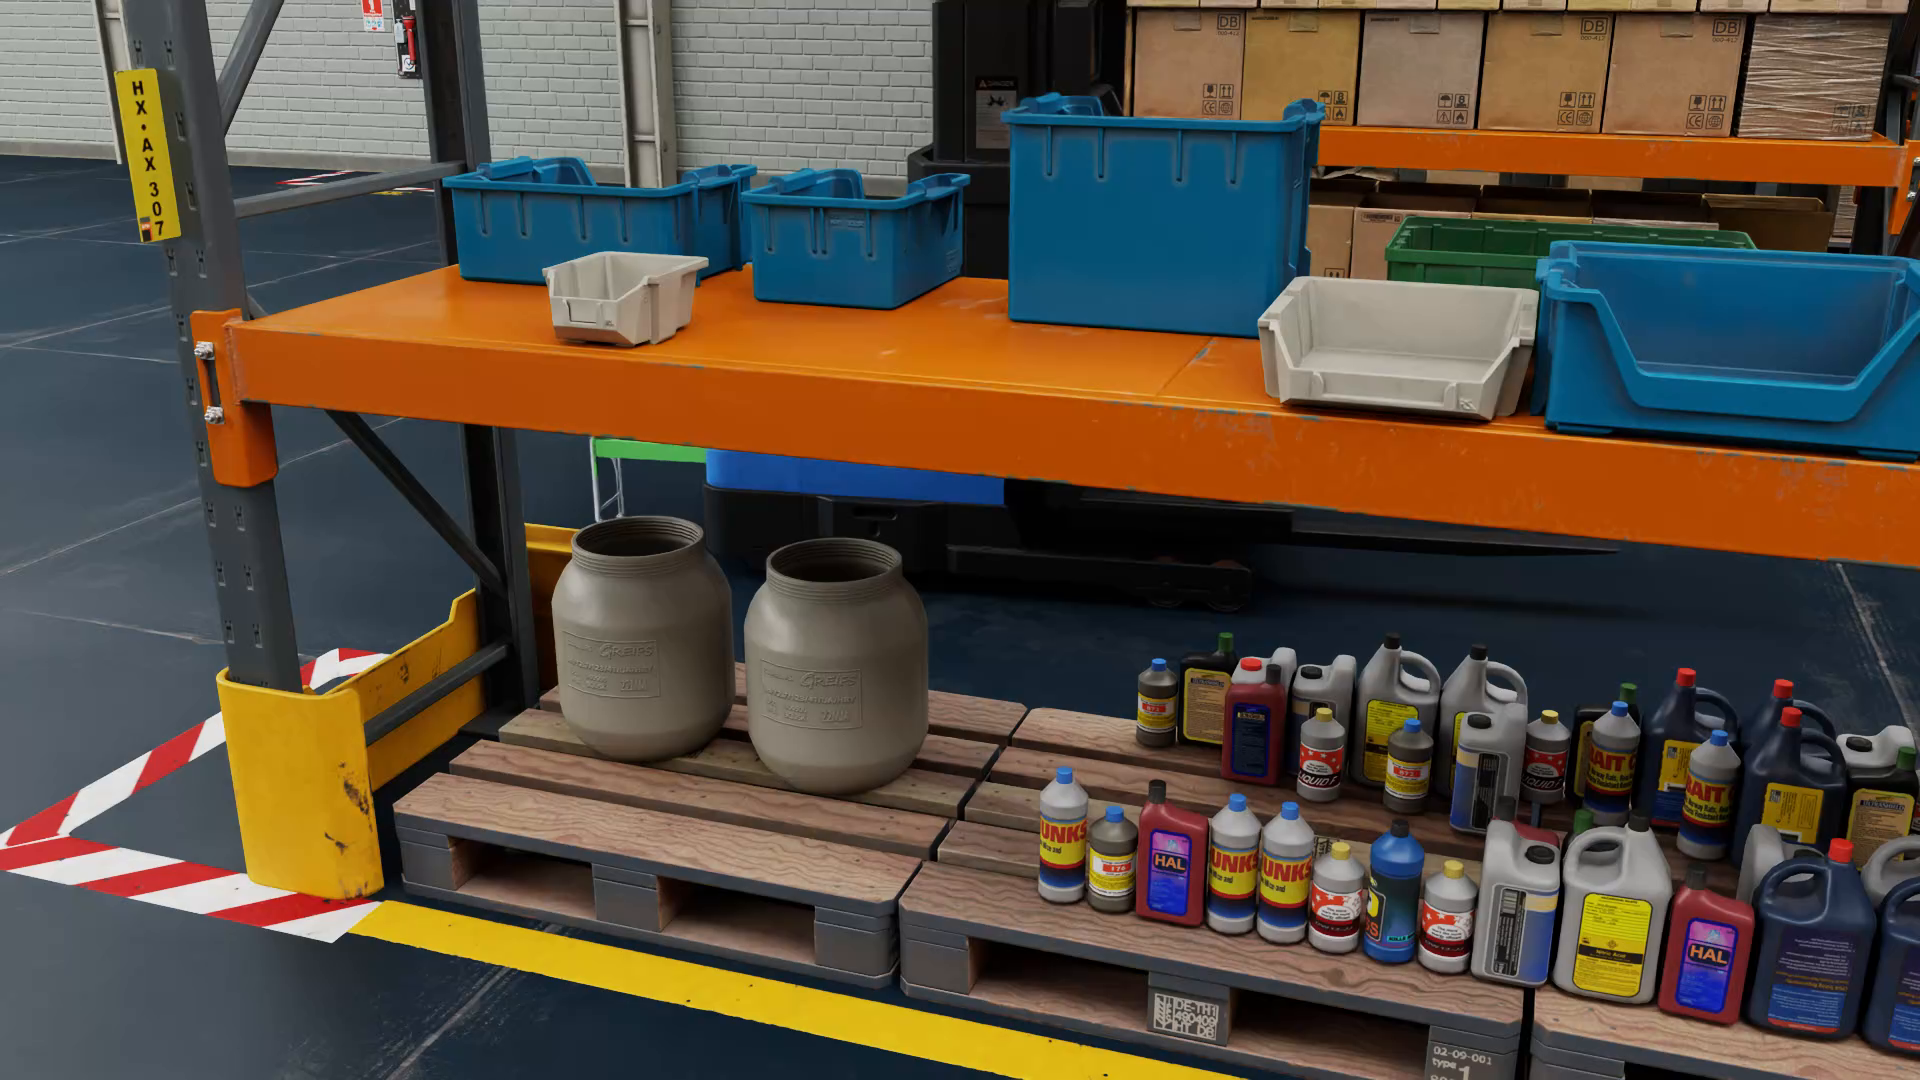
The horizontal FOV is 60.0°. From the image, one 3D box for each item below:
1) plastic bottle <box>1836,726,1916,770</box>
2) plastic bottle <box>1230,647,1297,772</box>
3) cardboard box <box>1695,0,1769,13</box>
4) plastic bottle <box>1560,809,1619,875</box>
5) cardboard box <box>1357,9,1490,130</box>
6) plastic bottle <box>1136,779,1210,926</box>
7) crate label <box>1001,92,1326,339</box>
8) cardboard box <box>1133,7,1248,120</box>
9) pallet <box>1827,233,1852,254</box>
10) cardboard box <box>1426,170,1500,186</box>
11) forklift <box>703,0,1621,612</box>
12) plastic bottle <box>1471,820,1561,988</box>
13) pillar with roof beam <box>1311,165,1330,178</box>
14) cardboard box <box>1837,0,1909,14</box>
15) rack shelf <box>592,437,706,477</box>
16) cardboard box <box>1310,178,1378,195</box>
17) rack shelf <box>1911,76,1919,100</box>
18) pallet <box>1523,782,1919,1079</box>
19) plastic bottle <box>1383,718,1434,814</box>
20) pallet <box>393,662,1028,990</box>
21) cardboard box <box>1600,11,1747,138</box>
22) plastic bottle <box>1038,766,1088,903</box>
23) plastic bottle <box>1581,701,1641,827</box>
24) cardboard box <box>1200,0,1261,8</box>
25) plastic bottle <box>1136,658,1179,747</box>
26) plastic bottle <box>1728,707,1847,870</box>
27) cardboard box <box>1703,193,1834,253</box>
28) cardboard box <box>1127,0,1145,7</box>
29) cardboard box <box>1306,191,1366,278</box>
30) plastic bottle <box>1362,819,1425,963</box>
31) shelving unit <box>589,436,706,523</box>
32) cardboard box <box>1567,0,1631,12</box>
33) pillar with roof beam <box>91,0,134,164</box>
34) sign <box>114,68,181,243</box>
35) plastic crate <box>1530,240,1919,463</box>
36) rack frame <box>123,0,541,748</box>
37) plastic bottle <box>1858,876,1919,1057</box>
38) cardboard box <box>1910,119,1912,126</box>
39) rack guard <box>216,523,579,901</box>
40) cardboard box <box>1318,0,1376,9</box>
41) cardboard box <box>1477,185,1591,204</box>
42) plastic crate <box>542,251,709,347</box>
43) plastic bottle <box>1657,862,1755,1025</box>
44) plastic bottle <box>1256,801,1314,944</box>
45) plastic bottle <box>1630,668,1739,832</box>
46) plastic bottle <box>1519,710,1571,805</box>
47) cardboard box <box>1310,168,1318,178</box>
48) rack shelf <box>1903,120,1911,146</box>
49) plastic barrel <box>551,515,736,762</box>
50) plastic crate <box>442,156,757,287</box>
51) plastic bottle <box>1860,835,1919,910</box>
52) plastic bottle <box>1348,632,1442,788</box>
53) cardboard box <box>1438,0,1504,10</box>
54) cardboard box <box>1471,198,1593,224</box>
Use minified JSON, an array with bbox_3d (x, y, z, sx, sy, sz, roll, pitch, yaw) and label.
[{"bbox_3d":[1.903,0.522,3.491,0.135,0.276,0.152,7,21,20],"label":"plastic bottle"},{"bbox_3d":[0.704,0.385,3.885,0.135,0.276,0.152,7,20,18],"label":"plastic bottle"},{"bbox_3d":[3.196,-2.270,6.894,0.250,0.149,0.380,6,20,16],"label":"cardboard box"},{"bbox_3d":[1.195,0.645,3.126,0.133,0.283,0.061,7,20,18],"label":"plastic bottle"},{"bbox_3d":[2.126,-2.158,7.557,0.500,0.500,0.700,7,20,20],"label":"cardboard box"},{"bbox_3d":[0.415,0.606,3.238,0.133,0.283,0.061,7,20,19],"label":"plastic bottle"},{"bbox_3d":[0.424,-0.693,3.455,0.616,0.435,0.502,7,20,18],"label":"crate label"},{"bbox_3d":[1.160,-2.269,7.876,0.500,0.500,0.700,7,20,19],"label":"cardboard box"},{"bbox_3d":[6.362,-2.039,11.606,1.213,0.211,1.003,7,20,18],"label":"pallet"},{"bbox_3d":[3.687,-2.640,12.222,0.500,0.500,0.700,5,20,15],"label":"cardboard box"},{"bbox_3d":[0.685,-1.341,5.469,3.031,2.935,1.130,4,20,10],"label":"forklift"},{"bbox_3d":[1.033,0.665,3.082,0.135,0.276,0.152,7,20,19],"label":"plastic bottle"},{"bbox_3d":[1.380,-5.559,8.354,0.400,9.000,9.100,7,20,18],"label":"pillar with roof beam"},{"bbox_3d":[3.677,-2.215,6.737,0.250,0.149,0.380,7,20,18],"label":"cardboard box"},{"bbox_3d":[-1.074,-0.327,6.114,0.480,0.148,0.258,4,20,10],"label":"rack shelf"},{"bbox_3d":[1.779,-1.516,8.269,0.500,0.500,0.500,7,20,18],"label":"cardboard box"},{"bbox_3d":[7.515,-2.884,10.885,4.000,0.370,1.077,7,20,18],"label":"rack shelf"},{"bbox_3d":[1.754,0.872,3.254,1.213,0.211,1.003,7,20,18],"label":"pallet"},{"bbox_3d":[0.995,0.494,3.685,0.097,0.201,0.097,0,19,0],"label":"plastic bottle"},{"bbox_3d":[-0.551,0.608,4.010,1.213,0.211,1.003,7,20,18],"label":"pallet"},{"bbox_3d":[3.082,-2.047,7.240,0.500,0.500,0.700,6,20,17],"label":"cardboard box"},{"bbox_3d":[0.207,0.582,3.326,0.097,0.271,0.097,0,19,0],"label":"plastic bottle"},{"bbox_3d":[1.419,0.480,3.618,0.097,0.271,0.097,0,19,0],"label":"plastic bottle"},{"bbox_3d":[1.249,-2.492,7.532,0.250,0.149,0.380,6,20,17],"label":"cardboard box"},{"bbox_3d":[0.475,0.384,4.000,0.097,0.201,0.097,0,19,0],"label":"plastic bottle"},{"bbox_3d":[1.701,0.512,3.405,0.185,0.351,0.144,7,20,18],"label":"plastic bottle"},{"bbox_3d":[3.669,-1.301,7.650,0.500,0.500,0.500,7,20,18],"label":"cardboard box"},{"bbox_3d":[0.776,-2.548,7.690,0.250,0.149,0.380,6,20,17],"label":"cardboard box"},{"bbox_3d":[1.609,-1.355,7.805,0.500,0.500,0.500,7,20,18],"label":"cardboard box"},{"bbox_3d":[0.817,0.652,3.126,0.097,0.271,0.097,0,19,0],"label":"plastic bottle"},{"bbox_3d":[-1.074,-0.614,6.014,0.503,1.200,0.258,4,20,10],"label":"shelving unit"},{"bbox_3d":[2.716,-2.326,7.054,0.250,0.149,0.380,6,20,18],"label":"cardboard box"},{"bbox_3d":[-9.955,-6.856,12.072,0.400,9.000,9.100,7,20,18],"label":"pillar with roof beam"},{"bbox_3d":[-1.588,-0.752,3.255,0.005,0.325,0.100,7,20,18],"label":"sign"},{"bbox_3d":[1.240,-0.324,2.675,0.616,0.251,0.499,7,20,18],"label":"plastic crate"},{"bbox_3d":[-1.404,-0.791,3.789,0.127,3.000,1.000,7,20,18],"label":"rack frame"},{"bbox_3d":[1.672,0.704,2.856,0.185,0.351,0.144,6,20,17],"label":"plastic bottle"},{"bbox_3d":[6.744,-2.700,11.256,0.500,0.250,0.500,6,20,17],"label":"cardboard box"},{"bbox_3d":[-1.316,0.383,4.219,0.348,0.500,1.175,7,20,18],"label":"rack guard"},{"bbox_3d":[1.743,-2.437,7.372,0.250,0.149,0.380,6,20,17],"label":"cardboard box"},{"bbox_3d":[2.724,-1.408,7.960,0.500,0.500,0.500,7,20,18],"label":"cardboard box"},{"bbox_3d":[-0.664,-0.470,3.269,0.250,0.136,0.298,7,20,18],"label":"plastic crate"},{"bbox_3d":[1.323,0.710,2.940,0.133,0.283,0.061,8,21,22],"label":"plastic bottle"},{"bbox_3d":[0.625,0.630,3.189,0.097,0.271,0.097,0,19,0],"label":"plastic bottle"},{"bbox_3d":[1.570,0.447,3.592,0.185,0.351,0.144,6,20,16],"label":"plastic bottle"},{"bbox_3d":[1.311,0.480,3.725,0.097,0.201,0.097,0,19,0],"label":"plastic bottle"},{"bbox_3d":[2.472,-2.707,12.702,0.500,0.311,0.500,4,20,12],"label":"cardboard box"},{"bbox_3d":[5.893,-1.343,6.466,4.000,0.370,1.077,7,20,18],"label":"rack shelf"},{"bbox_3d":[-0.757,0.232,3.994,0.421,0.512,0.421,0,19,0],"label":"plastic barrel"},{"bbox_3d":[-0.833,-0.760,3.926,0.616,0.251,0.499,7,20,18],"label":"plastic crate"},{"bbox_3d":[1.719,0.659,2.985,0.185,0.351,0.144,7,20,18],"label":"plastic bottle"},{"bbox_3d":[0.993,0.381,3.782,0.185,0.351,0.144,7,21,20],"label":"plastic bottle"},{"bbox_3d":[2.226,-2.381,7.211,0.250,0.149,0.380,7,20,20],"label":"cardboard box"},{"bbox_3d":[2.552,-1.246,7.493,0.500,0.500,0.500,7,20,18],"label":"cardboard box"}]
